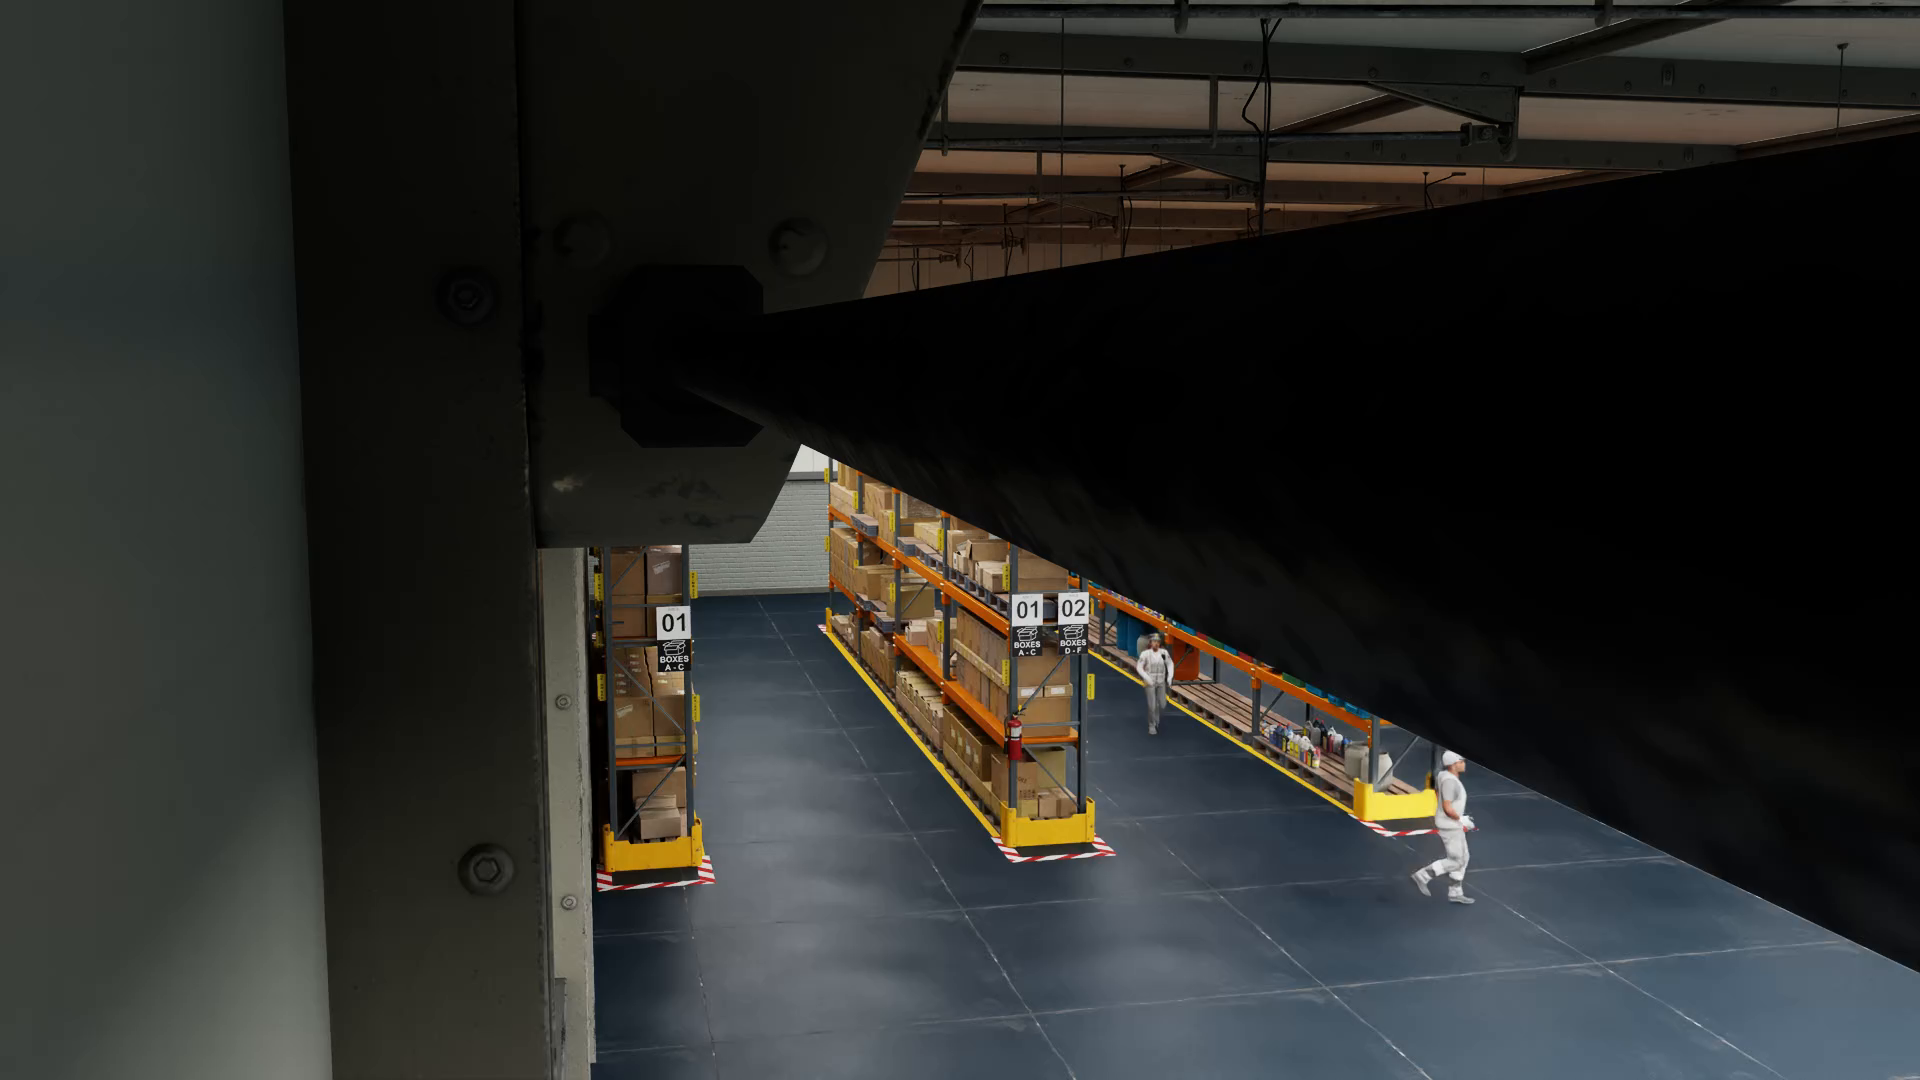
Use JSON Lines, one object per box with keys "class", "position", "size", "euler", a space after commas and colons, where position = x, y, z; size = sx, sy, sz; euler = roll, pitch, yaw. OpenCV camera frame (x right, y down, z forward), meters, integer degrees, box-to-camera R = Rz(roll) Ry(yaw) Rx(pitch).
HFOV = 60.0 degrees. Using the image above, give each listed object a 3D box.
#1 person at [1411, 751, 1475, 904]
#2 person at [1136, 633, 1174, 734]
{"class": "person", "position": [5.491, 3.235, 18.816], "size": [0.717, 1.771, 0.683], "euler": [1, 7, 11]}
{"class": "person", "position": [3.182, 2.314, 27.017], "size": [0.653, 1.656, 0.547], "euler": [-1, 7, -9]}
